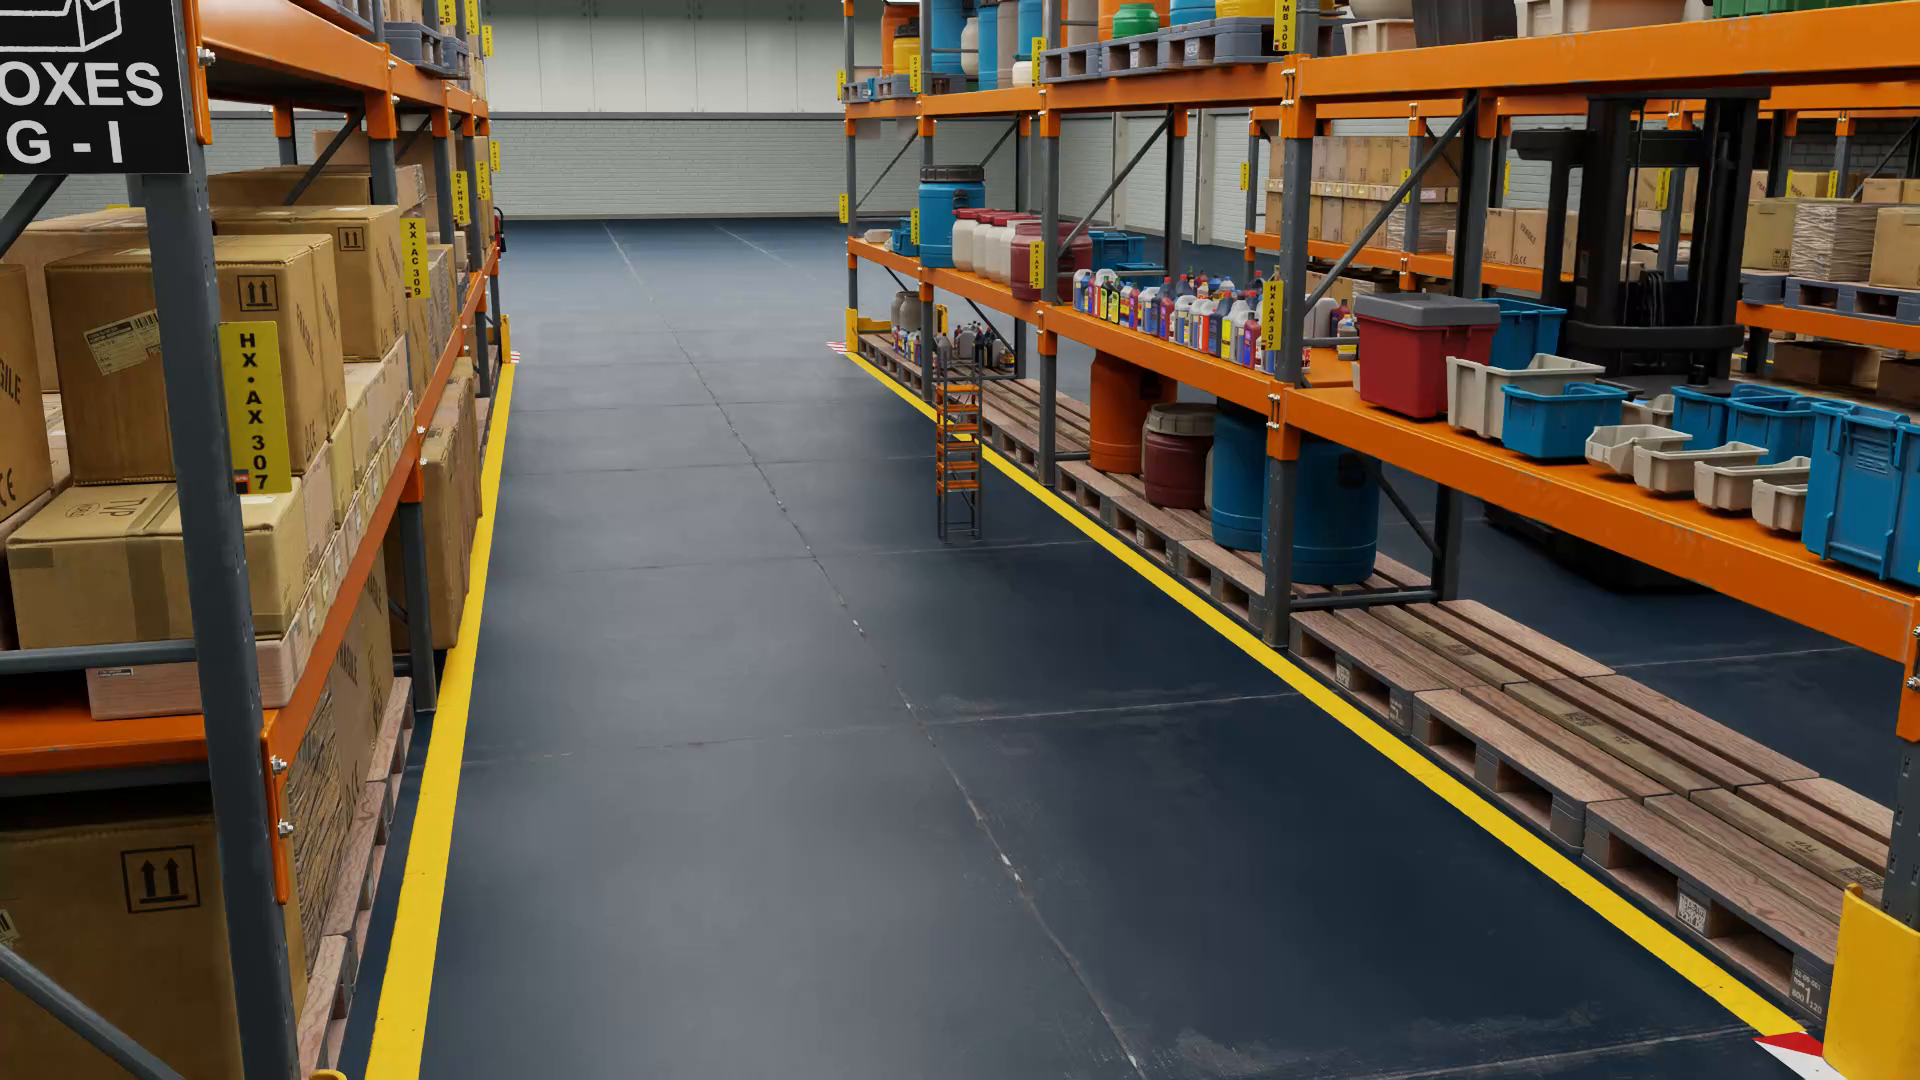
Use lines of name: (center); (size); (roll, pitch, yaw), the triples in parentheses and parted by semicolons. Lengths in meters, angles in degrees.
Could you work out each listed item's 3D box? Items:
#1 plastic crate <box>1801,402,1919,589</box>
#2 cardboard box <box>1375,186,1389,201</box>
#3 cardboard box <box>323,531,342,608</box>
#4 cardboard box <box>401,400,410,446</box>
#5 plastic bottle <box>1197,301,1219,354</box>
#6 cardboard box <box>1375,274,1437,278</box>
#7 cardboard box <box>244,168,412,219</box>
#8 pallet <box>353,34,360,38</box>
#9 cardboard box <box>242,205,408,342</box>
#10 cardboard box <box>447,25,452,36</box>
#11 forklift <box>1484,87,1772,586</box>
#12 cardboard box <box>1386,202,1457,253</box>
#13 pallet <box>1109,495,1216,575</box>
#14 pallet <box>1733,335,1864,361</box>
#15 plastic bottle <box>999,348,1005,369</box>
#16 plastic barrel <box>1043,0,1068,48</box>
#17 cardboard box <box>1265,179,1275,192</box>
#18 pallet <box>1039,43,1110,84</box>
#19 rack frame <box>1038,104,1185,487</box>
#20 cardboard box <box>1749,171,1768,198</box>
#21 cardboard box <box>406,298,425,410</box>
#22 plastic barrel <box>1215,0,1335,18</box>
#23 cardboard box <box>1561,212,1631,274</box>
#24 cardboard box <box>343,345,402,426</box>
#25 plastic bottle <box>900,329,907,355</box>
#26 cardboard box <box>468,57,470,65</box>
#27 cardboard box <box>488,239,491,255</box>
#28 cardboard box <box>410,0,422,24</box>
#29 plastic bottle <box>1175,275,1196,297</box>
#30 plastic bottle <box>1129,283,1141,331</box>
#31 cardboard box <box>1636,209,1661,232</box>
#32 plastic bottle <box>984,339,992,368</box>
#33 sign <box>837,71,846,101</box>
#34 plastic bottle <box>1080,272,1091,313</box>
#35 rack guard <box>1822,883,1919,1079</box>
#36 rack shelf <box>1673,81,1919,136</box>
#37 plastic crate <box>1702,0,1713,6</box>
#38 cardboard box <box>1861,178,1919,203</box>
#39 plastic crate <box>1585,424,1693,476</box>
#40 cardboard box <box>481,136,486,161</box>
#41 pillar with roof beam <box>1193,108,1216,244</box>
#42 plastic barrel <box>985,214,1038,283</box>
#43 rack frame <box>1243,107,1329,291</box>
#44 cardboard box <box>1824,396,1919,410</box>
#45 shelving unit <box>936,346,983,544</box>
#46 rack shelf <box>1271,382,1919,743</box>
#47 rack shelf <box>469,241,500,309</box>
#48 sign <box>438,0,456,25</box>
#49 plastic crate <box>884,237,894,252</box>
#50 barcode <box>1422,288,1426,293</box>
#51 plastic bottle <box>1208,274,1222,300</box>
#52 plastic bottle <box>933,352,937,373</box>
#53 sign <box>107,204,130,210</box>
plastic crate: (2.690, -0.147, 4.508); (0.616, 0.435, 0.499); (-3, 14, -13)
cardboard box: (4.556, -3.609, 17.303); (0.380, 0.149, 0.250); (-4, 14, -15)
cardboard box: (-1.811, 0.086, 4.286); (0.380, 0.149, 0.250); (-4, 14, -14)
cardboard box: (-2.352, -0.447, 6.466); (0.380, 0.149, 0.250); (-3, 14, -12)
plastic bottle: (1.400, -1.170, 9.157); (0.152, 0.276, 0.135); (-3, 14, -13)
cardboard box: (4.908, -2.665, 18.344); (0.500, 0.500, 0.500); (-3, 14, -13)
cardboard box: (-3.272, -1.665, 8.597); (0.797, 0.503, 0.637); (-3, 14, -11)
pallet: (-3.066, -2.254, 7.414); (0.805, 0.209, 1.217); (-4, 14, -15)
cardboard box: (-2.435, -1.025, 6.413); (0.500, 0.500, 0.500); (-3, 14, -12)
cardboard box: (-3.719, -3.592, 11.225); (0.500, 0.500, 0.500); (-3, 14, -13)
forklift: (4.021, -1.469, 10.265); (1.130, 2.935, 3.031); (-1, 14, -4)
cardboard box: (4.838, -3.228, 17.109); (0.700, 0.500, 0.500); (-4, 14, -15)
pallet: (1.580, -0.064, 10.246); (1.003, 0.211, 1.213); (-3, 14, -13)
pallet: (9.570, -2.153, 18.794); (1.003, 0.211, 1.213); (-3, 14, -13)
plastic bottle: (0.436, -1.801, 16.450); (0.097, 0.201, 0.097); (0, 14, 0)
plastic barrel: (0.936, -3.898, 12.835); (0.600, 0.830, 0.708); (-3, 14, -13)
cardboard box: (3.891, -4.261, 19.972); (0.380, 0.149, 0.250); (-3, 14, -14)
pallet: (1.156, -3.063, 10.722); (1.003, 0.211, 1.213); (-3, 14, -13)
rack frame: (1.072, -1.879, 11.800); (1.000, 3.000, 0.127); (-3, 14, -13)
cardboard box: (9.120, -3.979, 19.087); (0.500, 0.500, 0.500); (-4, 14, -15)
cardboard box: (-2.668, -0.849, 7.372); (0.500, 0.500, 0.500); (-3, 14, -13)
plastic barrel: (1.600, -2.909, 8.410); (0.600, 0.588, 0.600); (0, 14, 0)
cardboard box: (5.478, -2.589, 14.495); (0.500, 0.500, 0.500); (-4, 14, -16)
cardboard box: (-2.321, -0.546, 6.030); (0.500, 0.250, 0.500); (-3, 14, -11)
plastic bottle: (-0.580, -2.076, 17.424); (0.097, 0.271, 0.097); (0, 14, 0)
cardboard box: (-4.459, -4.196, 14.438); (0.380, 0.149, 0.250); (-4, 14, -15)
cardboard box: (-4.899, -2.932, 16.639); (0.380, 0.149, 0.250); (-3, 14, -13)
cardboard box: (-3.529, -3.178, 9.692); (0.797, 0.503, 0.637); (-2, 14, -10)
plastic bottle: (1.335, -1.420, 10.024); (0.144, 0.351, 0.185); (-3, 14, -13)
plastic bottle: (1.086, -1.436, 10.230); (0.061, 0.283, 0.133); (-3, 14, -13)
cardboard box: (8.765, -3.965, 20.609); (0.500, 0.250, 0.500); (-4, 14, -15)
plastic bottle: (0.278, -1.861, 16.522); (0.061, 0.283, 0.133); (-3, 14, -13)
sign: (-1.343, -5.157, 18.875); (0.100, 0.325, 0.005); (-3, 14, -13)
plastic bottle: (0.860, -1.671, 11.217); (0.097, 0.271, 0.097); (0, 14, 0)
rack guard: (2.969, 1.185, 4.523); (1.175, 0.500, 0.348); (-3, 14, -13)
rack shelf: (6.357, -2.801, 10.767); (1.077, 0.370, 4.000); (-3, 14, -13)
plastic crate: (2.859, -1.829, 5.402); (0.504, 0.338, 0.767); (-3, 14, -13)
cardboard box: (9.849, -3.497, 17.285); (0.700, 0.500, 0.500); (-3, 14, -13)
plastic crate: (2.352, -0.311, 5.808); (0.298, 0.136, 0.250); (-3, 14, -13)
cardboard box: (-5.014, -3.784, 16.651); (0.500, 0.500, 0.500); (-3, 14, -13)
pillar with roof beam: (1.416, -10.991, 36.453); (9.100, 9.000, 0.400); (-3, 14, -13)
plastic barrel: (0.418, -2.366, 13.506); (0.433, 0.535, 0.433); (0, 14, 0)
rack frame: (4.009, -4.000, 20.480); (1.000, 3.000, 0.127); (-3, 14, -13)
cardboard box: (6.086, -0.677, 11.216); (0.500, 0.500, 0.500); (-4, 14, -15)
shelving unit: (-0.003, -0.586, 10.298); (0.258, 1.200, 0.189); (-3, 14, -13)
rack shelf: (2.481, -0.146, 6.220); (1.077, 0.370, 4.000); (-3, 14, -13)
rack shelf: (-5.152, -2.638, 16.421); (1.077, 0.370, 4.000); (-3, 14, -13)
sign: (-3.201, -3.379, 10.362); (0.100, 0.325, 0.005); (-3, 14, -13)
plastic crate: (-0.495, -3.035, 17.084); (0.530, 0.136, 0.437); (-3, 14, -13)
barcode: (4.603, -2.461, 16.498); (0.001, 0.075, 0.075); (-3, 14, -13)
plastic bottle: (1.691, -1.622, 11.015); (0.097, 0.271, 0.097); (0, 14, 0)
plastic bottle: (-0.256, -1.723, 16.128); (0.097, 0.201, 0.097); (0, 14, 0)
sign: (-3.328, -1.172, 6.632); (0.100, 0.325, 0.005); (-3, 14, -13)
